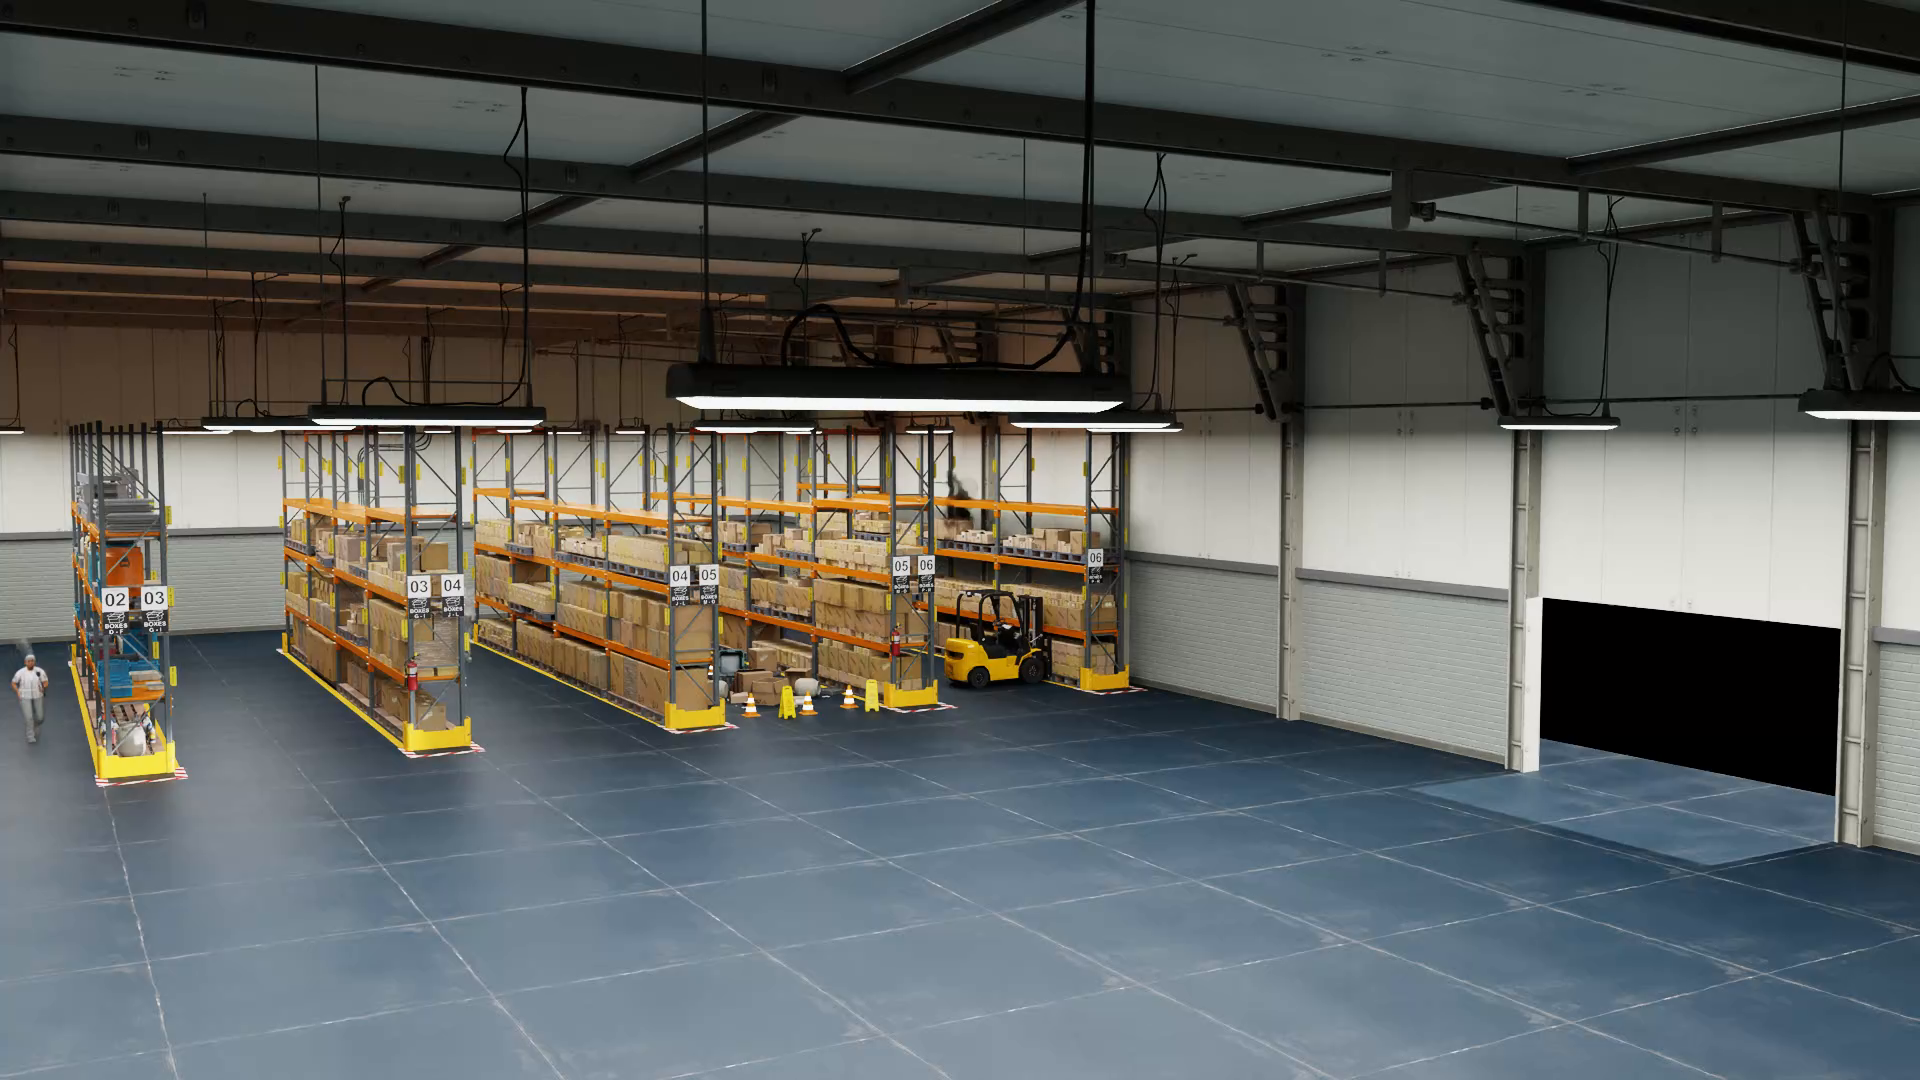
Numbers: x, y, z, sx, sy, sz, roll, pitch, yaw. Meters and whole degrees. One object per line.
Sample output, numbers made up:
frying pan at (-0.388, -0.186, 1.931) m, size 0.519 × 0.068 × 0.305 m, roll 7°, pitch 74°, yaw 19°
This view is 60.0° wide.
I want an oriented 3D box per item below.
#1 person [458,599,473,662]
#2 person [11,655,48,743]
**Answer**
person at (-12.663, 2.298, 42.480) m, size 0.544 × 1.598 × 0.839 m, roll -2°, pitch 4°, yaw -33°
person at (-17.512, 2.973, 31.339) m, size 0.615 × 1.623 × 0.708 m, roll -3°, pitch 4°, yaw -36°
